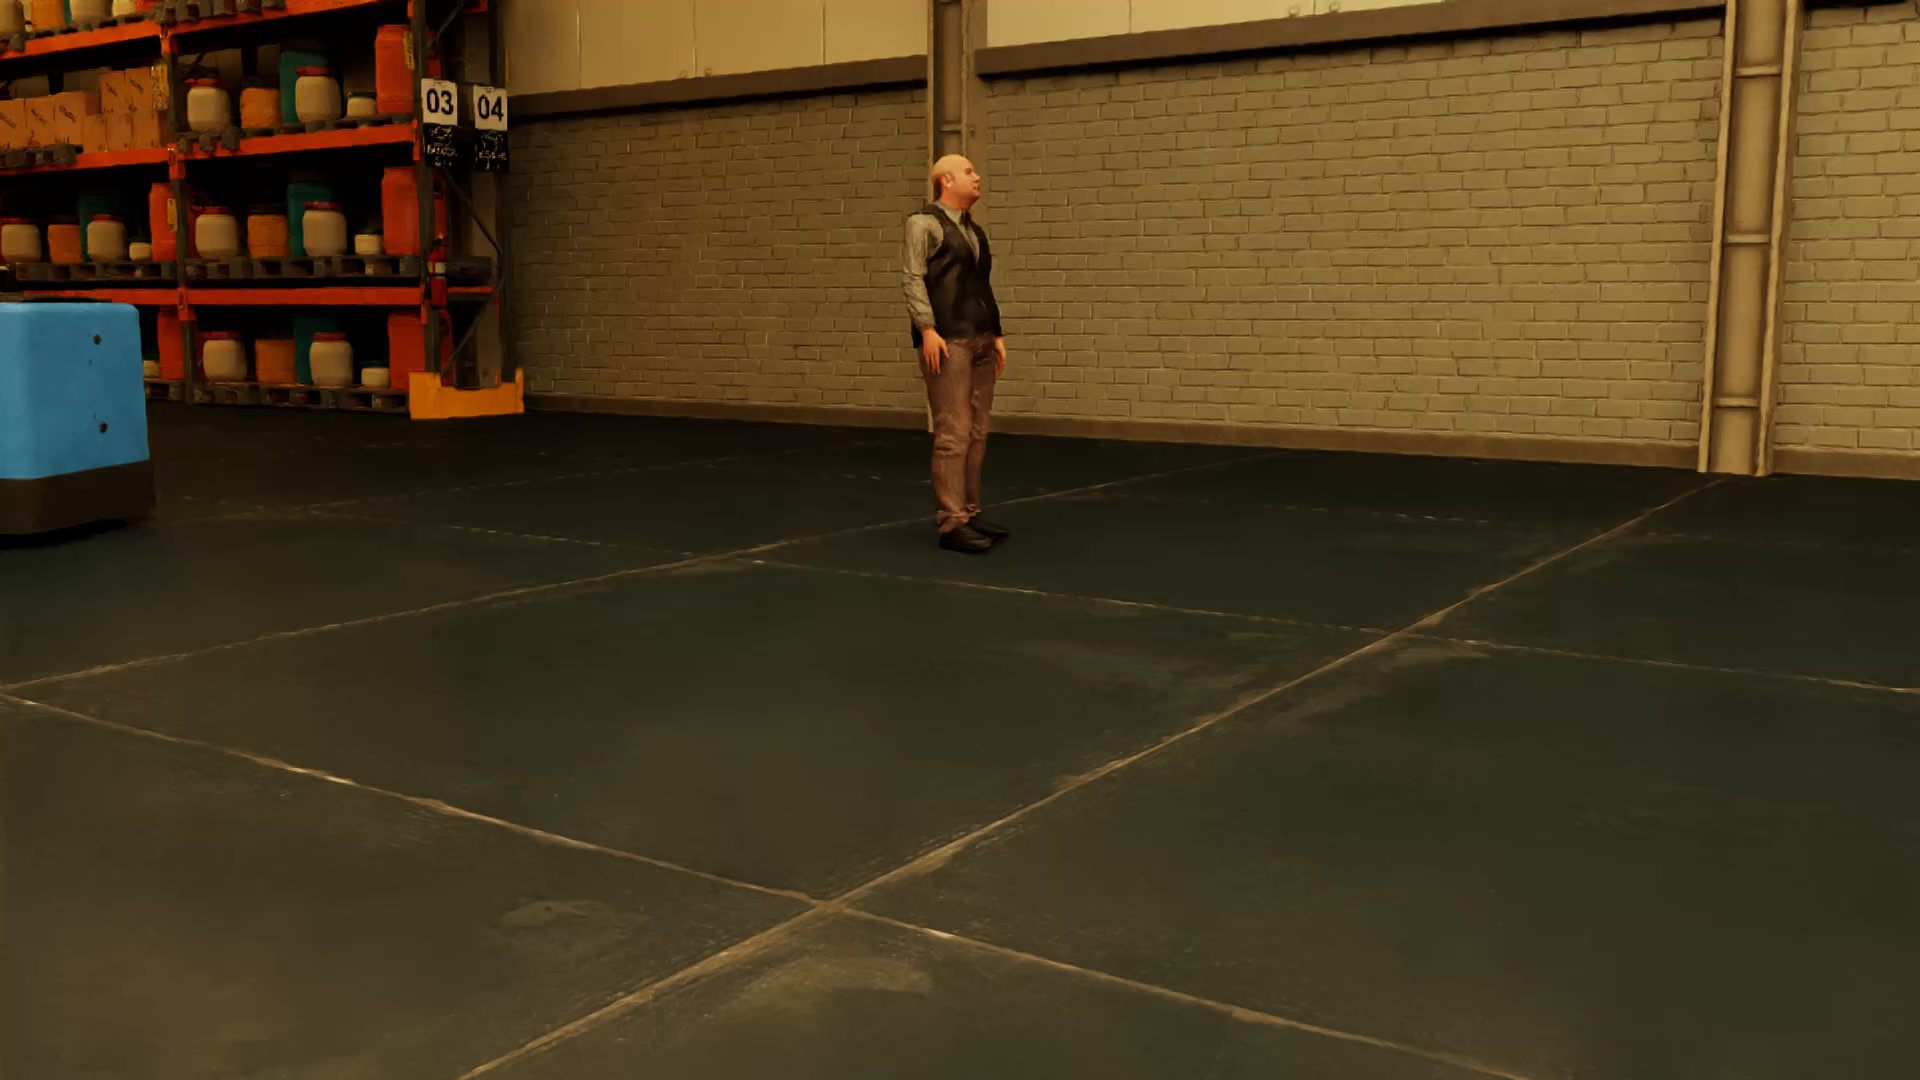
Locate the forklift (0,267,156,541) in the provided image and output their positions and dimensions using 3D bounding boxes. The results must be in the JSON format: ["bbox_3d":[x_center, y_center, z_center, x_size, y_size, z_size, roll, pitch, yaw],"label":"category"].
[{"bbox_3d":[-5.510,-1.490,7.673,3.031,2.935,1.130,1,8,4],"label":"forklift"}]

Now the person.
[{"bbox_3d":[0.047,-0.853,7.440,0.567,1.720,0.632,5,10,34],"label":"person"}]
